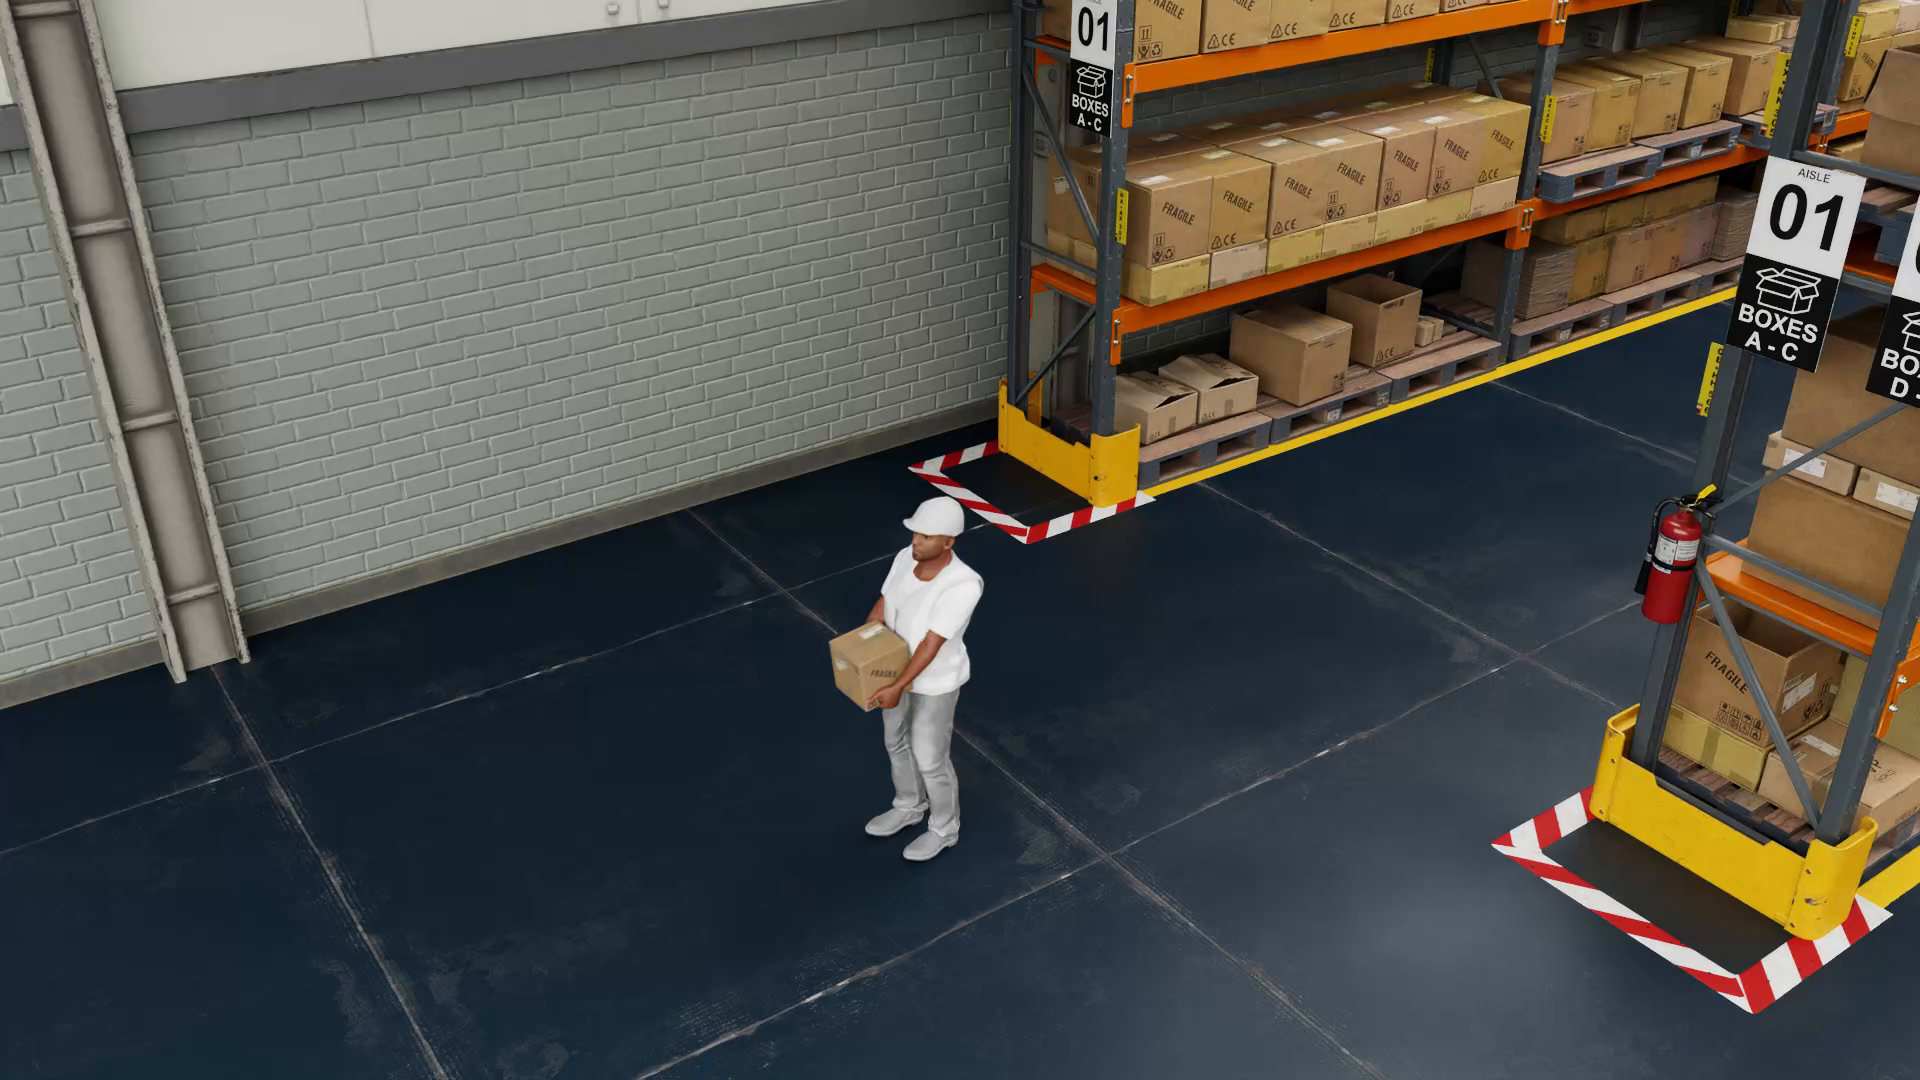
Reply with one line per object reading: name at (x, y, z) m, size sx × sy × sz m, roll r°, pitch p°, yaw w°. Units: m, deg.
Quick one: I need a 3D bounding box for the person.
person at (-0.232, 0.639, 7.424) m, size 0.586 × 1.762 × 0.502 m, roll -19°, pitch 34°, yaw -31°
